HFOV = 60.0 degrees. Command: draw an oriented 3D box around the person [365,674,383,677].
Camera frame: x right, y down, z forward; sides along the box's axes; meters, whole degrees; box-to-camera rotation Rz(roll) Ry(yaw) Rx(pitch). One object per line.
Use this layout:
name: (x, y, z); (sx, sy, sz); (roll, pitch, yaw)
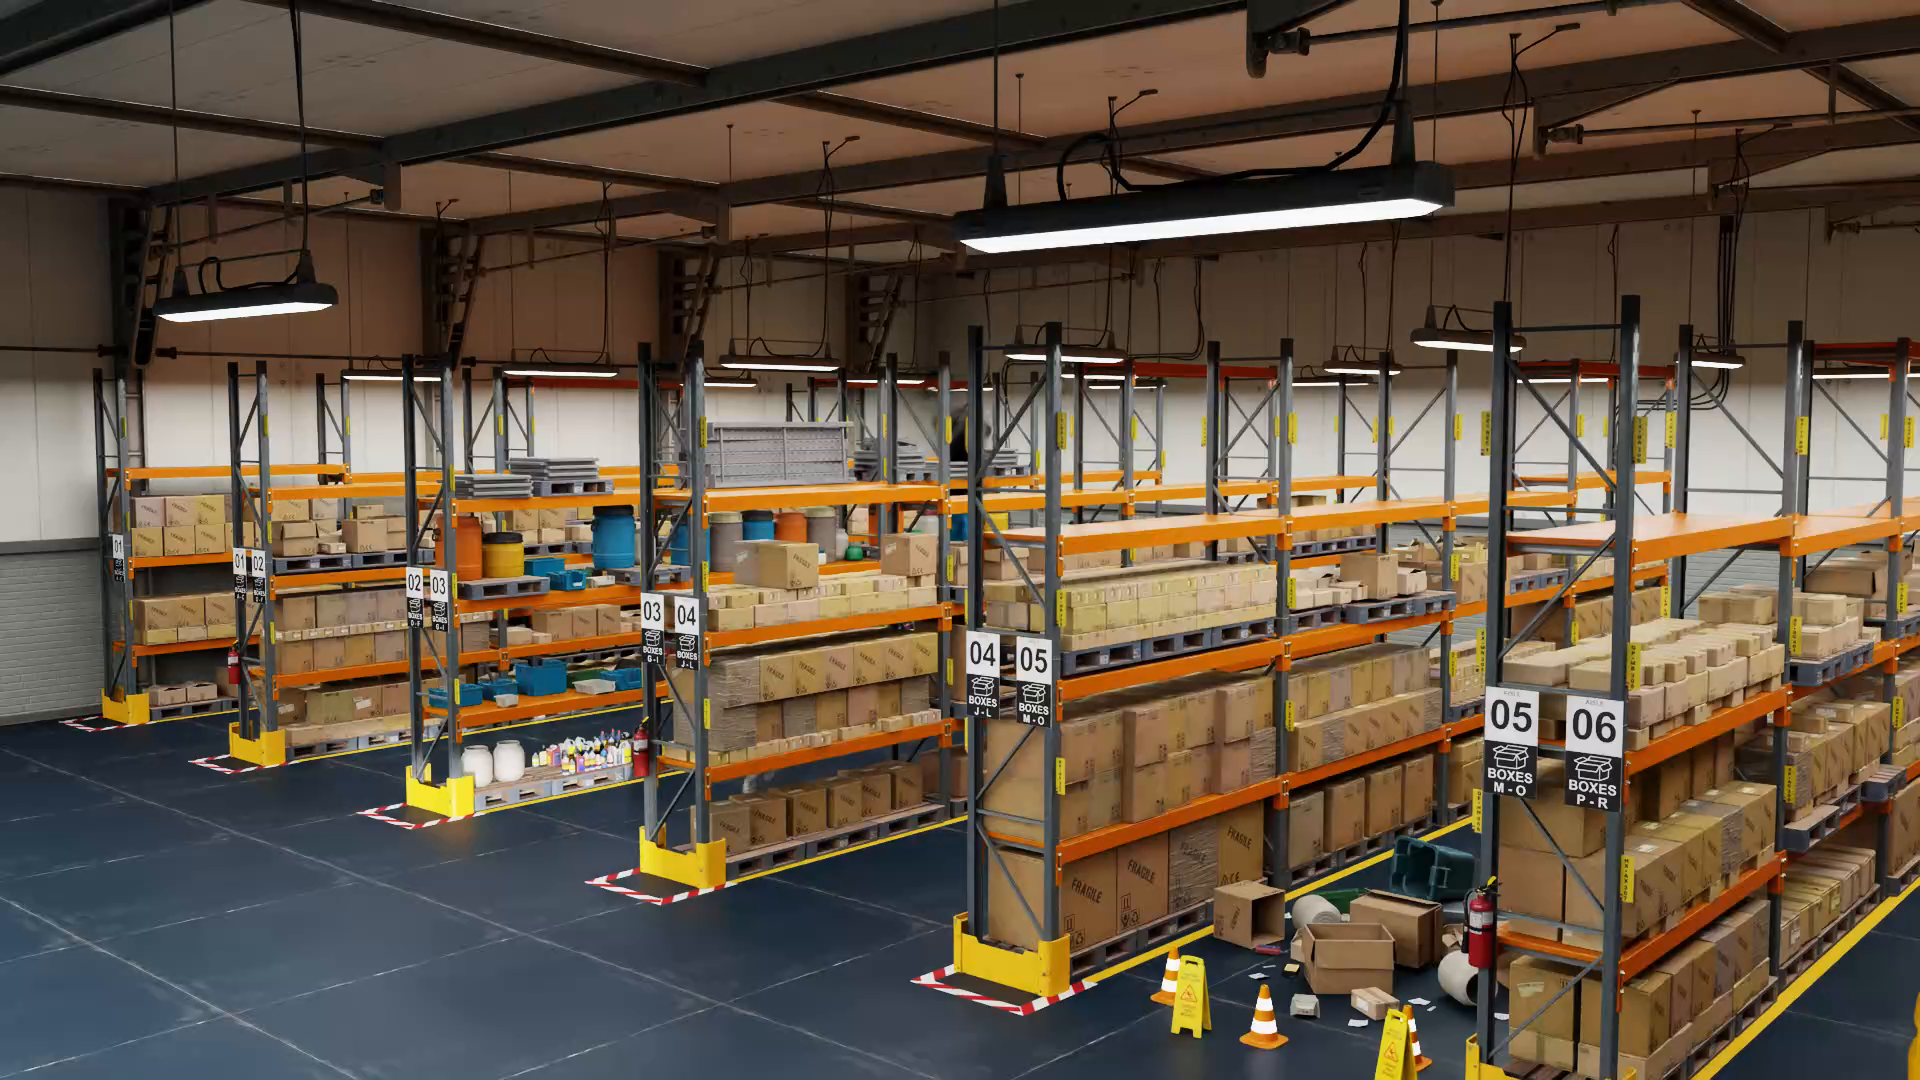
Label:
person: (-9.914, 2.257, 27.978); (0.627, 1.713, 0.697); (3, 5, 36)

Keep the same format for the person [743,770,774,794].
person: (-2.741, 2.666, 22.421); (0.642, 1.783, 1.028); (2, 5, 30)
